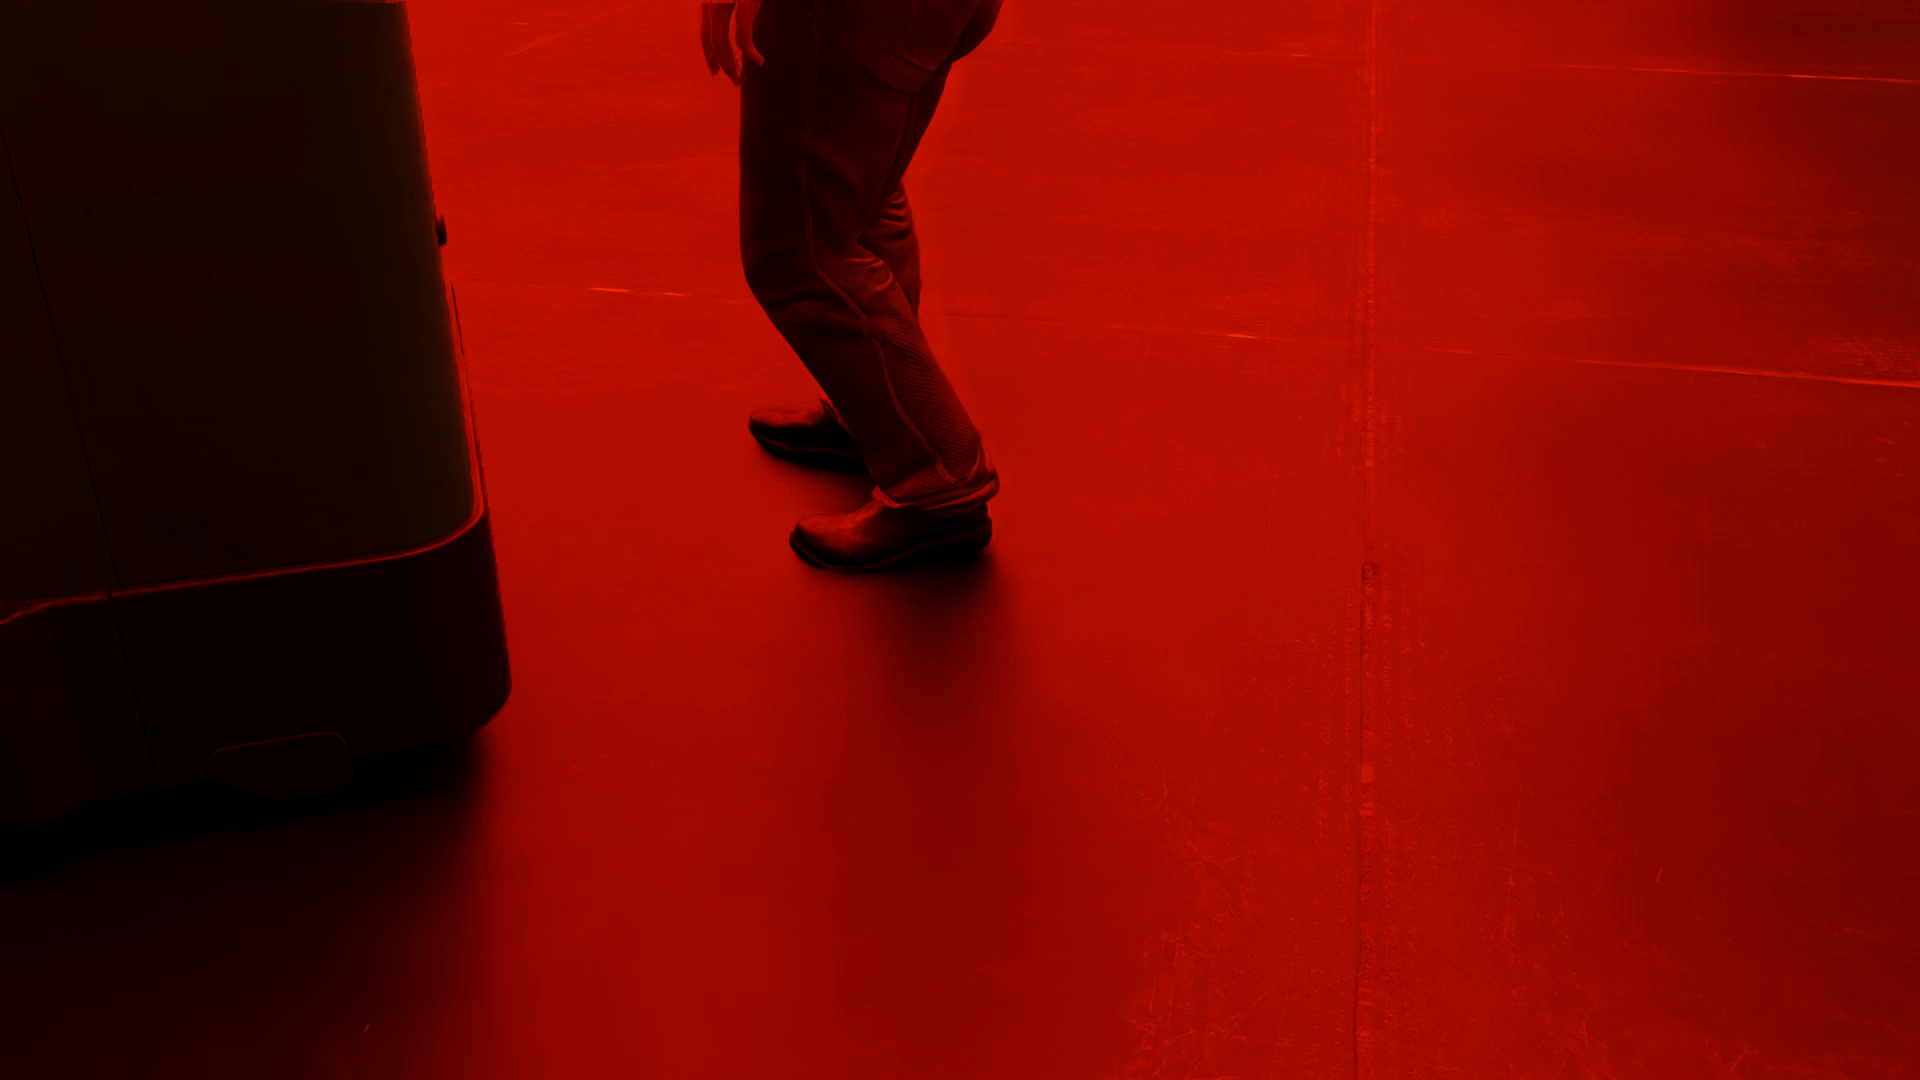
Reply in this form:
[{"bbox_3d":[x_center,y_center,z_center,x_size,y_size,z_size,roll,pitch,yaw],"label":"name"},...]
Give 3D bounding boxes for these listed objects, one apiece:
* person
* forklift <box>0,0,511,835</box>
[{"bbox_3d":[-0.163,-0.773,2.178,0.577,1.705,0.670,9,28,17],"label":"person"},{"bbox_3d":[-2.109,-1.043,1.313,3.031,2.935,1.130,-8,28,-16],"label":"forklift"}]
